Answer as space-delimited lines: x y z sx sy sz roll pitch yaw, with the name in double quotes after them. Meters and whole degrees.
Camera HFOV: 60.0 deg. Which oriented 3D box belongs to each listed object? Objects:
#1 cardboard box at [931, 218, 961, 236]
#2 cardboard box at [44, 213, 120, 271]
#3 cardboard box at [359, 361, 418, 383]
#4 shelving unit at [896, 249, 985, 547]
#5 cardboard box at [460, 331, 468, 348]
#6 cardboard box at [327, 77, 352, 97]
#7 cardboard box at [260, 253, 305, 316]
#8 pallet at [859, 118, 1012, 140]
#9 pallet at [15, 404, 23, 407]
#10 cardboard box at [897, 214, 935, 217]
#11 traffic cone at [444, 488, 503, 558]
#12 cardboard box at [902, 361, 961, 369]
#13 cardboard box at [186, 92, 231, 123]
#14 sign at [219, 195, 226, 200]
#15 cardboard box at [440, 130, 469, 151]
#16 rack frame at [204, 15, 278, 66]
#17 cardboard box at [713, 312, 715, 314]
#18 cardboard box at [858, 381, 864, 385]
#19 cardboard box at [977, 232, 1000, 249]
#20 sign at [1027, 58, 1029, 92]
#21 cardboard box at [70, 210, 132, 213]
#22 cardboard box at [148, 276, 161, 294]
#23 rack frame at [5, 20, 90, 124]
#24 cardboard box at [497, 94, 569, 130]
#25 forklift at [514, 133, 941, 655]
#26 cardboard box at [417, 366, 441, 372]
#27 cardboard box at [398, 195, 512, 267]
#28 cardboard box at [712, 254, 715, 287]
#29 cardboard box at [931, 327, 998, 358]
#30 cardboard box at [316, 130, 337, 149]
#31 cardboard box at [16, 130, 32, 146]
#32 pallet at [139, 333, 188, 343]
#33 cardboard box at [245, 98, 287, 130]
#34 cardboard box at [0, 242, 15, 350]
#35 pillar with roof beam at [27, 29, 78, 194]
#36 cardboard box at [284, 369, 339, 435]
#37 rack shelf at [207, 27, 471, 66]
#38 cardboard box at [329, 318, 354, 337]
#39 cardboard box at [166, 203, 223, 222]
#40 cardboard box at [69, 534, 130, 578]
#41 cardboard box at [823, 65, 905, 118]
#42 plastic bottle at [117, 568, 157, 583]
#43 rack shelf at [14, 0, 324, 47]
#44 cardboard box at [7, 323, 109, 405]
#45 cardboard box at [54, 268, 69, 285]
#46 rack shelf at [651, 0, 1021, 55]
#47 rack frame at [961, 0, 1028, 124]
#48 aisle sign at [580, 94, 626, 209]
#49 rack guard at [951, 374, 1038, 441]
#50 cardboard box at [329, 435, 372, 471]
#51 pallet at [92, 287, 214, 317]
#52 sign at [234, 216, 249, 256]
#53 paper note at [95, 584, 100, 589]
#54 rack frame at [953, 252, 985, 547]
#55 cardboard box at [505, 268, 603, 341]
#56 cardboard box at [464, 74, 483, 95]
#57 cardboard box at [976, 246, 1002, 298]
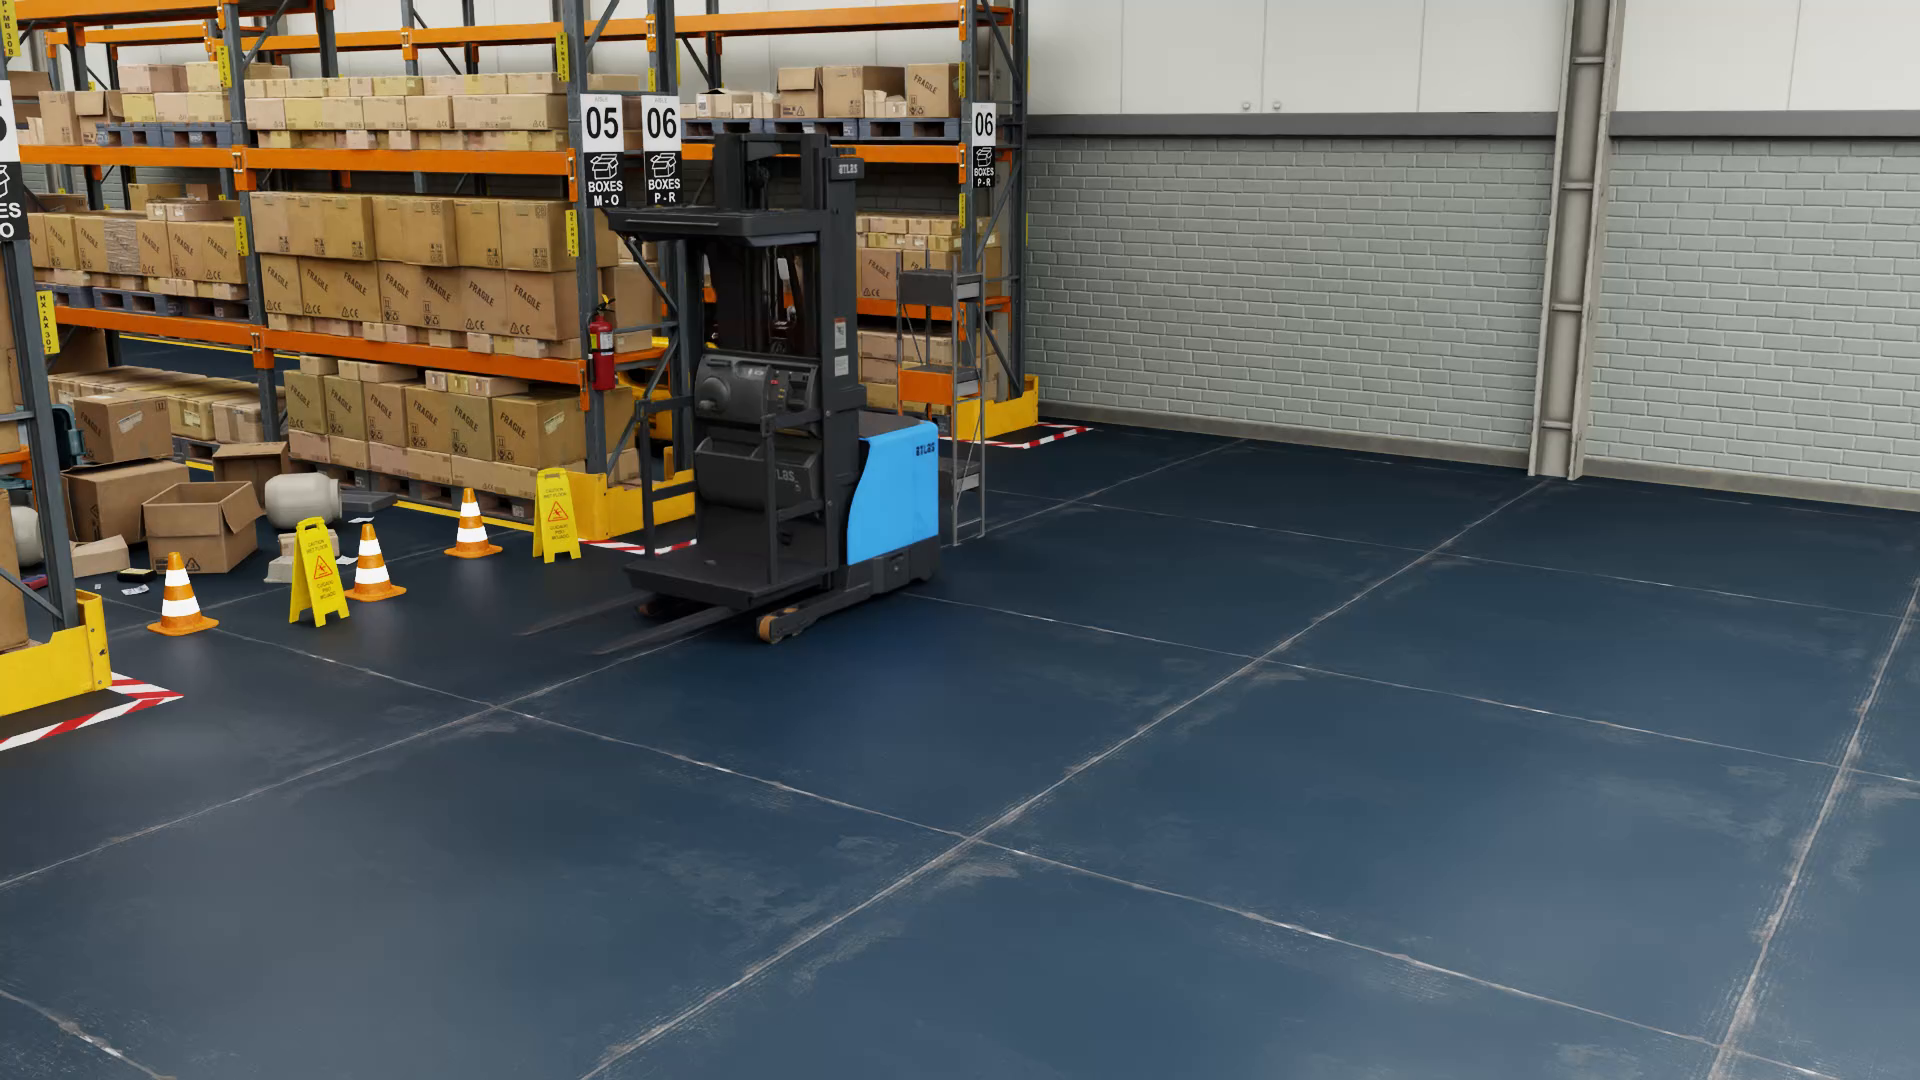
-0.077 -3.076 16.331 0.250 0.149 0.380 9 17 33 "cardboard box"
-8.387 -2.867 15.961 0.500 0.500 0.500 10 17 36 "cardboard box"
-4.687 -1.391 13.638 0.250 0.149 0.380 10 17 36 "cardboard box"
-0.137 -1.041 12.161 0.503 2.100 0.431 9 17 33 "shelving unit"
-3.696 -1.599 13.064 0.250 0.149 0.380 9 17 34 "cardboard box"
-4.786 -3.593 13.215 0.250 0.149 0.380 9 16 31 "cardboard box"
-5.539 -2.187 14.089 0.500 0.500 0.500 9 17 33 "cardboard box"
-0.234 -4.076 16.487 1.213 0.211 1.003 9 17 33 "pallet"
-9.679 -1.412 17.589 1.213 0.211 1.003 9 17 33 "pallet"
-0.444 -3.269 17.107 0.250 0.149 0.380 9 17 33 "cardboard box"
-3.506 -0.141 11.931 0.334 0.463 0.336 9 17 33 "traffic cone"
-0.240 -1.677 16.664 0.500 0.250 0.500 9 16 32 "cardboard box"
-6.314 -3.745 14.406 0.500 0.250 0.500 9 16 32 "cardboard box"
-9.916 -4.483 22.388 0.005 0.325 0.100 9 17 33 "sign"
-3.714 -3.039 12.638 0.250 0.149 0.380 9 17 32 "cardboard box"
-9.619 -7.084 22.213 0.127 3.000 1.000 9 17 33 "rack frame"
-2.465 -2.426 18.648 0.500 0.250 0.500 10 17 34 "cardboard box"
-1.046 -1.569 17.268 0.500 0.250 0.500 9 17 33 "cardboard box"
0.201 -3.023 16.735 0.250 0.149 0.380 9 16 31 "cardboard box"
0.653 -4.591 16.401 0.005 0.325 0.100 9 17 33 "sign"
-8.535 -3.036 16.646 0.500 0.500 0.500 9 16 31 "cardboard box"
-7.168 -2.344 15.200 0.250 0.149 0.380 9 17 33 "cardboard box"
-9.067 -5.557 16.046 0.127 3.000 1.000 9 17 33 "rack frame"
-3.004 -3.115 12.114 0.500 0.250 0.500 9 16 32 "cardboard box"
-1.369 -0.940 10.022 1.130 2.935 3.031 9 17 33 "forklift"
-4.685 -1.248 14.411 0.500 0.500 0.500 10 17 34 "cardboard box"
-3.871 -2.393 12.839 0.500 0.500 0.700 9 16 32 "cardboard box"
-2.317 -2.969 17.868 0.500 0.500 0.500 10 17 34 "cardboard box"
0.045 -2.019 17.005 0.500 0.250 0.500 9 16 32 "cardboard box"
-4.988 -3.253 13.503 0.250 0.149 0.380 10 17 34 "cardboard box"
-8.901 -3.903 16.129 0.250 0.149 0.380 9 17 33 "cardboard box"
-11.205 -3.074 24.302 1.213 0.211 1.003 9 17 33 "pallet"
-5.536 -3.523 13.762 0.500 0.250 0.500 9 16 32 "cardboard box"
-5.394 -1.226 8.475 0.550 0.550 0.875 9 17 33 "cardboard box"
-17.075 -7.303 23.099 0.400 9.000 9.100 9 17 33 "pillar with roof beam"
-5.409 -1.209 14.252 0.500 0.500 0.500 10 17 35 "cardboard box"
-7.960 -6.272 21.264 4.000 0.370 1.077 9 17 33 "rack shelf"
-5.004 -1.787 13.824 0.250 0.149 0.380 10 17 35 "cardboard box"
-6.836 -2.927 14.854 0.250 0.149 0.380 9 16 31 "cardboard box"
-5.973 0.082 11.438 0.258 0.266 0.396 13 19 42 "cardboard box"
-0.959 -4.488 16.677 0.500 0.500 0.700 9 17 33 "cardboard box"
-5.591 0.237 11.237 0.283 0.061 0.133 3 14 14 "plastic bottle"
-7.408 -4.746 15.097 4.000 0.370 1.077 9 17 33 "rack shelf"
-9.594 -1.927 17.412 0.875 0.875 0.875 9 17 32 "cardboard box"
-8.484 -2.556 16.055 0.250 0.149 0.380 8 16 29 "cardboard box"
-1.322 -5.200 16.930 4.000 0.370 1.077 9 17 33 "rack shelf"
0.338 -5.475 15.712 0.127 3.000 1.000 9 17 33 "rack frame"
-2.540 -2.768 11.853 0.004 0.787 0.394 9 17 33 "aisle sign"
0.358 -1.346 16.720 0.348 0.500 1.175 9 17 33 "rack guard"
-4.960 -0.776 14.062 0.500 0.250 0.500 10 17 36 "cardboard box"
-7.402 -2.295 15.750 1.213 0.211 1.003 9 17 33 "pallet"
-6.055 -2.560 14.011 0.005 0.325 0.100 9 17 33 "sign"
-5.731 0.309 11.052 0.032 0.001 0.123 -7 15 -25 "paper note"
0.065 -1.009 12.028 0.015 2.100 0.400 9 17 33 "rack frame"
-3.033 -1.783 12.457 0.500 0.500 0.500 9 16 32 "cardboard box"
-3.471 -3.397 12.425 0.250 0.149 0.380 9 17 33 "cardboard box"
0.082 -2.733 16.913 0.500 0.500 0.500 10 17 35 "cardboard box"
